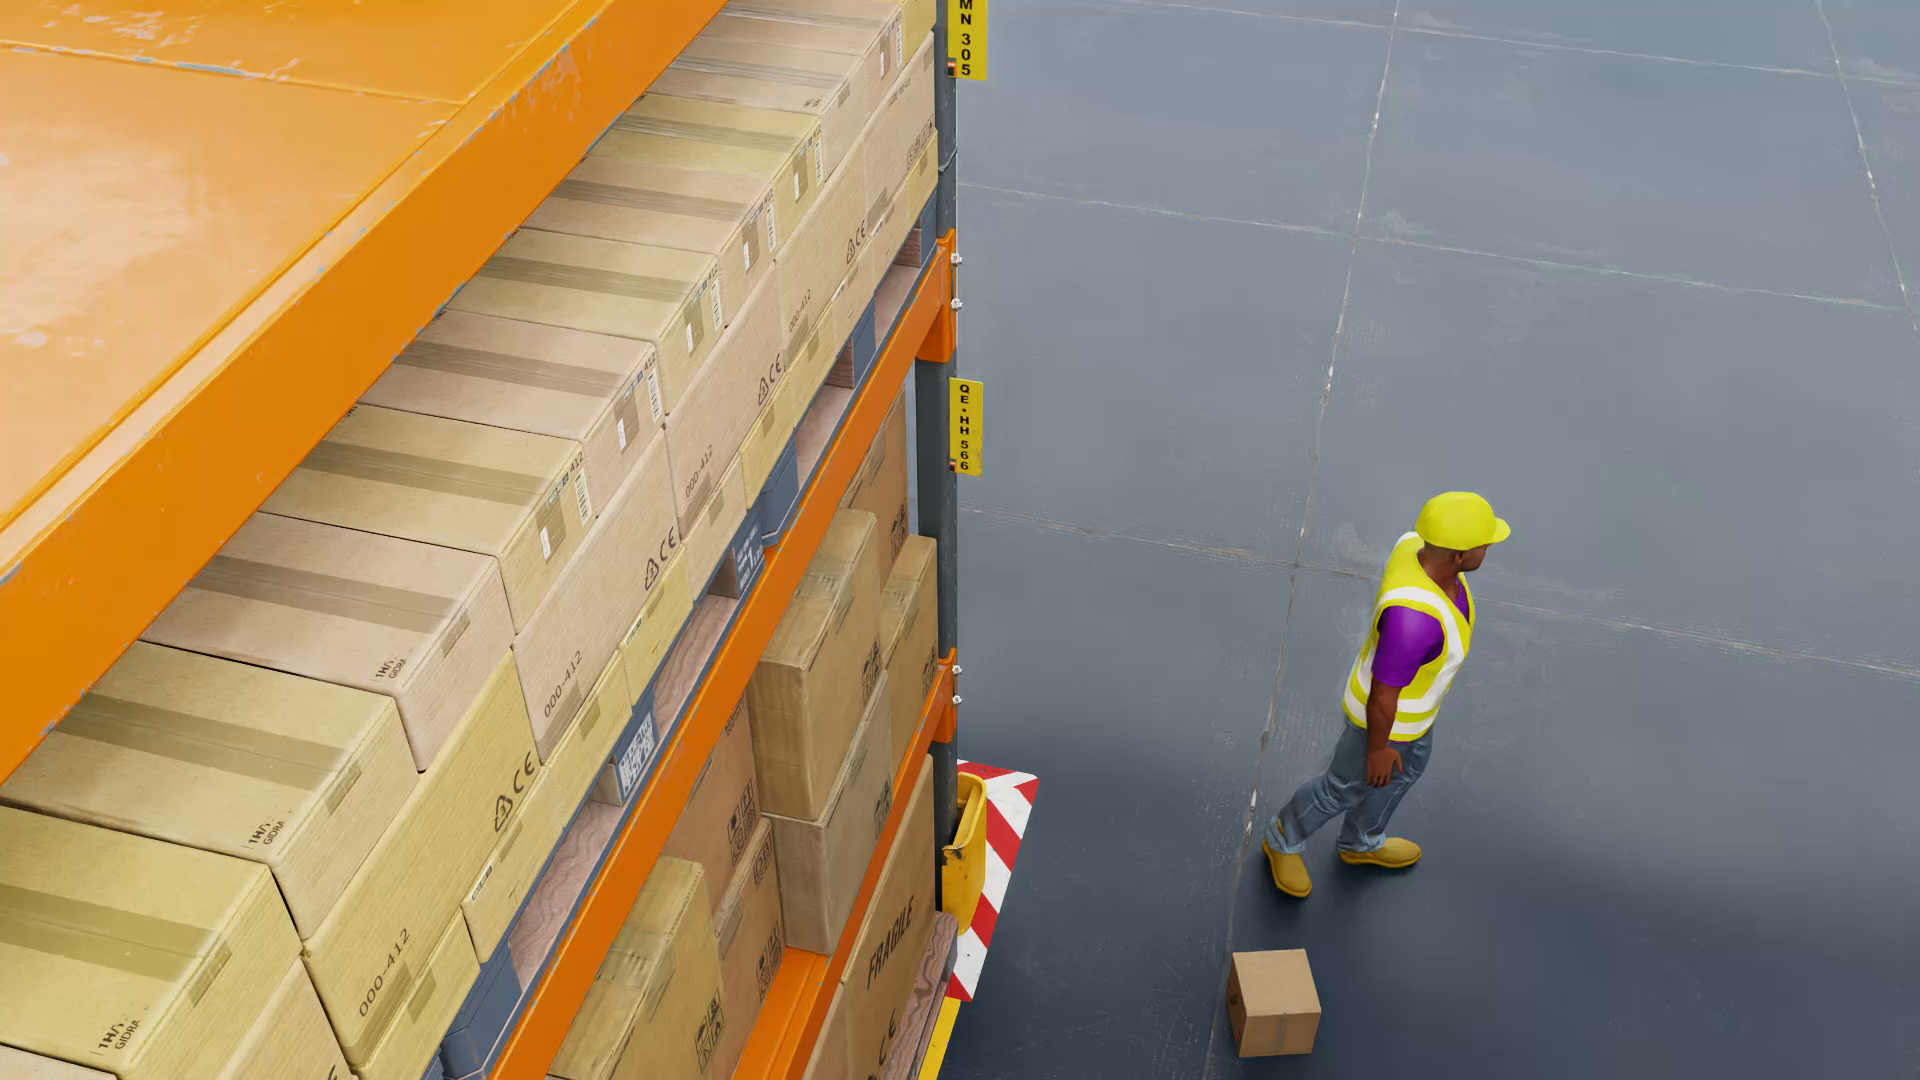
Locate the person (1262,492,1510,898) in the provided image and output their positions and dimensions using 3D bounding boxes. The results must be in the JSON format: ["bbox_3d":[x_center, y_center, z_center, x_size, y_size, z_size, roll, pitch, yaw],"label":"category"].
[{"bbox_3d":[1.430,0.534,5.693,0.560,1.756,0.602,16,43,18],"label":"person"}]
